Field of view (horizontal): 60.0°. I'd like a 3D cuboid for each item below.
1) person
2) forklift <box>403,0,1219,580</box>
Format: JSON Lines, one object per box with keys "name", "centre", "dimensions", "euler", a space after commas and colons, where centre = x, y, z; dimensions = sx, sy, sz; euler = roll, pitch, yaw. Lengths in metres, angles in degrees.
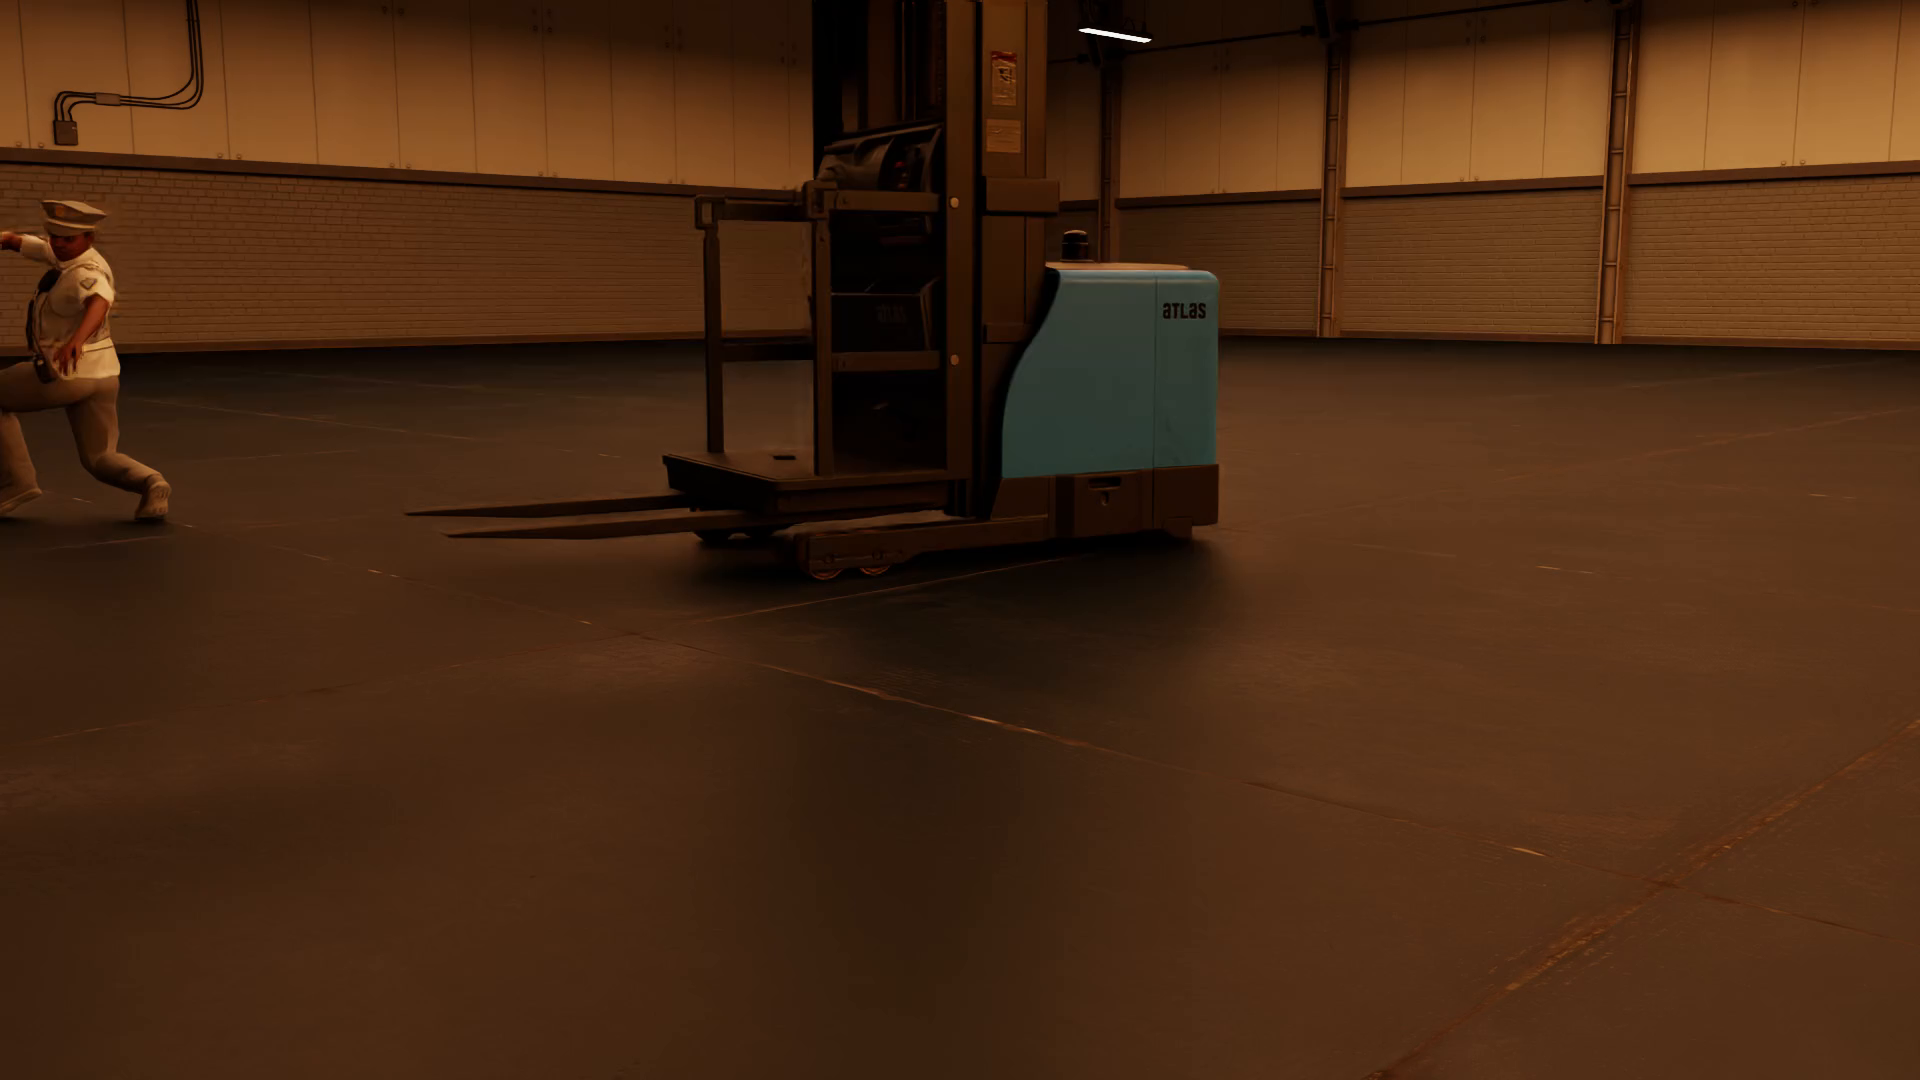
{"name": "person", "centre": [-3.904, -0.742, 7.064], "dimensions": [0.953, 1.386, 0.853], "euler": [0, 9, 3]}
{"name": "forklift", "centre": [-0.495, -1.399, 6.165], "dimensions": [3.031, 2.935, 1.130], "euler": [-5, 10, -30]}
